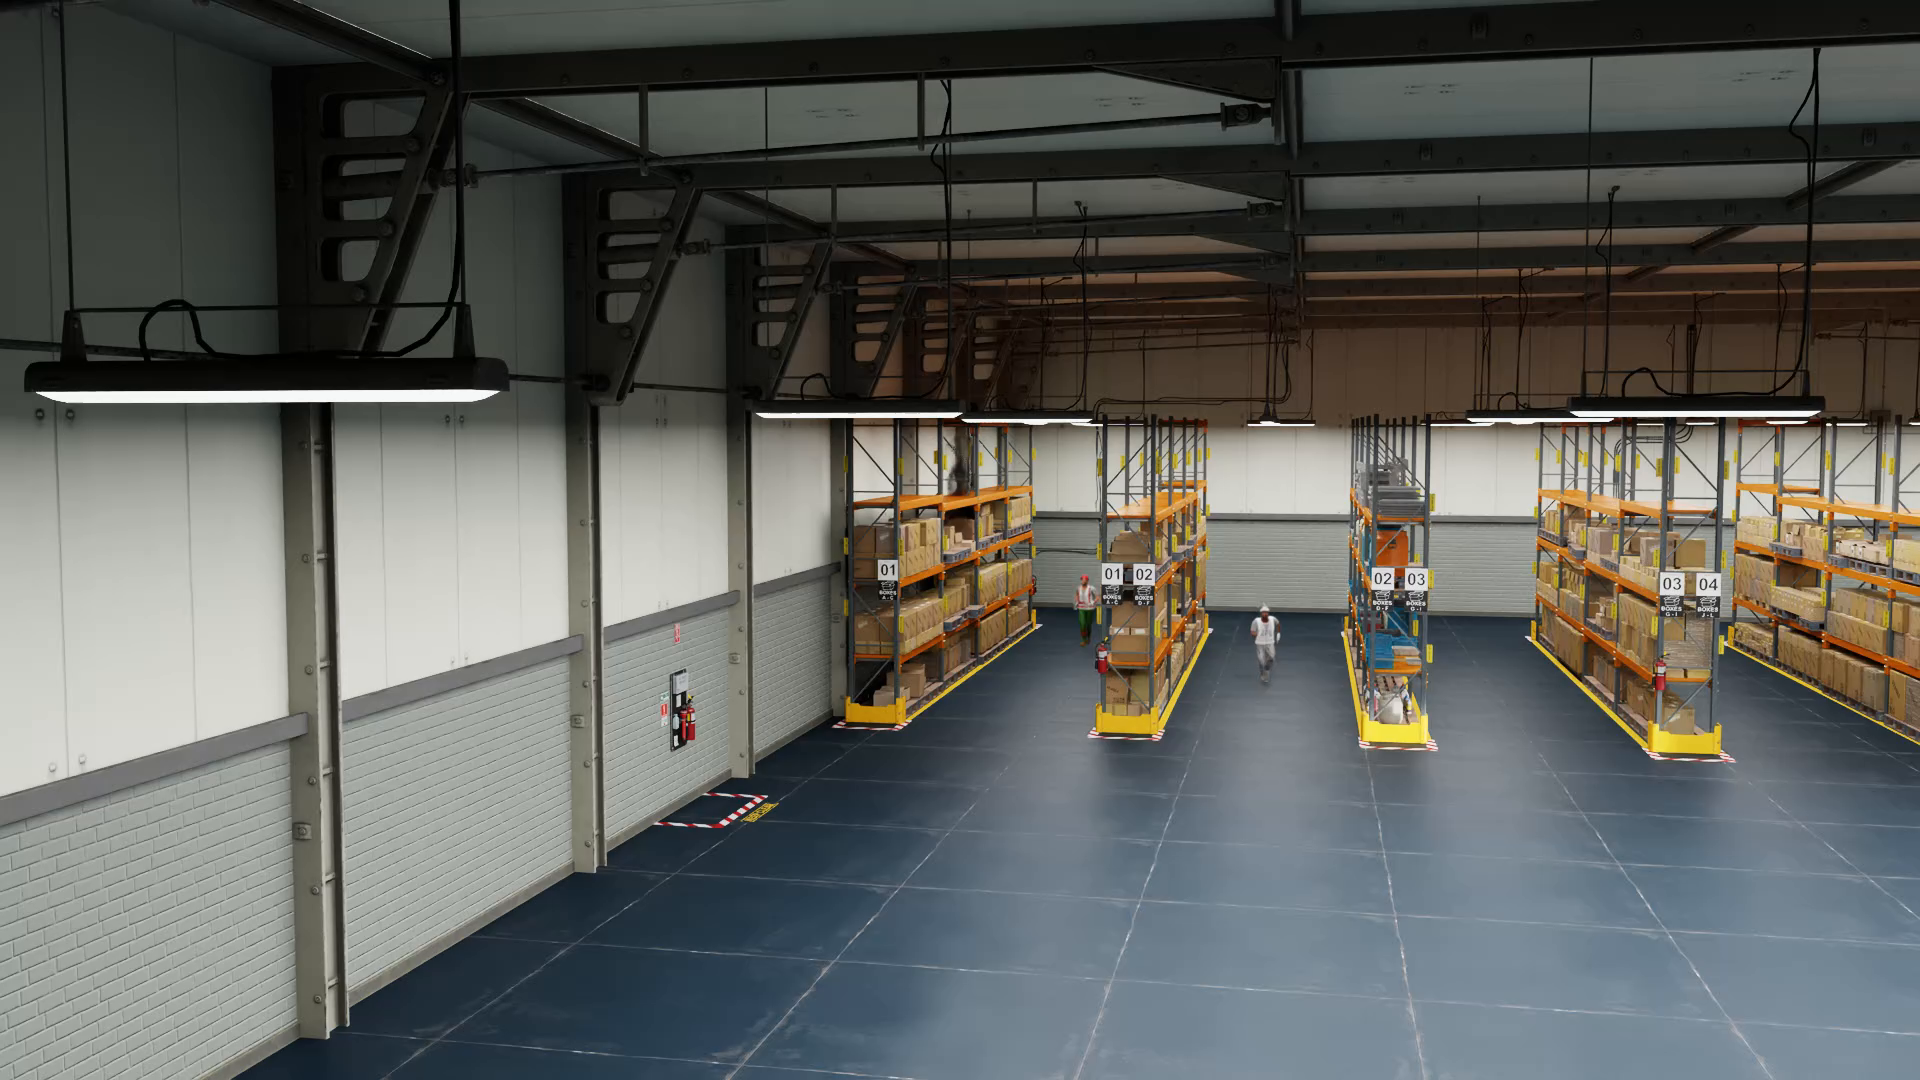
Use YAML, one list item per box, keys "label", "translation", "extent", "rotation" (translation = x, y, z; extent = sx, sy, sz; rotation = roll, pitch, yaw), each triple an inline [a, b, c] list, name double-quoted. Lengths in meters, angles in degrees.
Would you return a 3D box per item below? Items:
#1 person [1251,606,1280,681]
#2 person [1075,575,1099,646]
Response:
- label: "person"
  translation: [6.886, 2.345, 37.388]
  extent: [0.726, 1.724, 0.763]
  rotation: [0, 4, -2]
- label: "person"
  translation: [3.176, 1.767, 41.954]
  extent: [0.647, 1.778, 0.734]
  rotation: [1, 4, 18]
